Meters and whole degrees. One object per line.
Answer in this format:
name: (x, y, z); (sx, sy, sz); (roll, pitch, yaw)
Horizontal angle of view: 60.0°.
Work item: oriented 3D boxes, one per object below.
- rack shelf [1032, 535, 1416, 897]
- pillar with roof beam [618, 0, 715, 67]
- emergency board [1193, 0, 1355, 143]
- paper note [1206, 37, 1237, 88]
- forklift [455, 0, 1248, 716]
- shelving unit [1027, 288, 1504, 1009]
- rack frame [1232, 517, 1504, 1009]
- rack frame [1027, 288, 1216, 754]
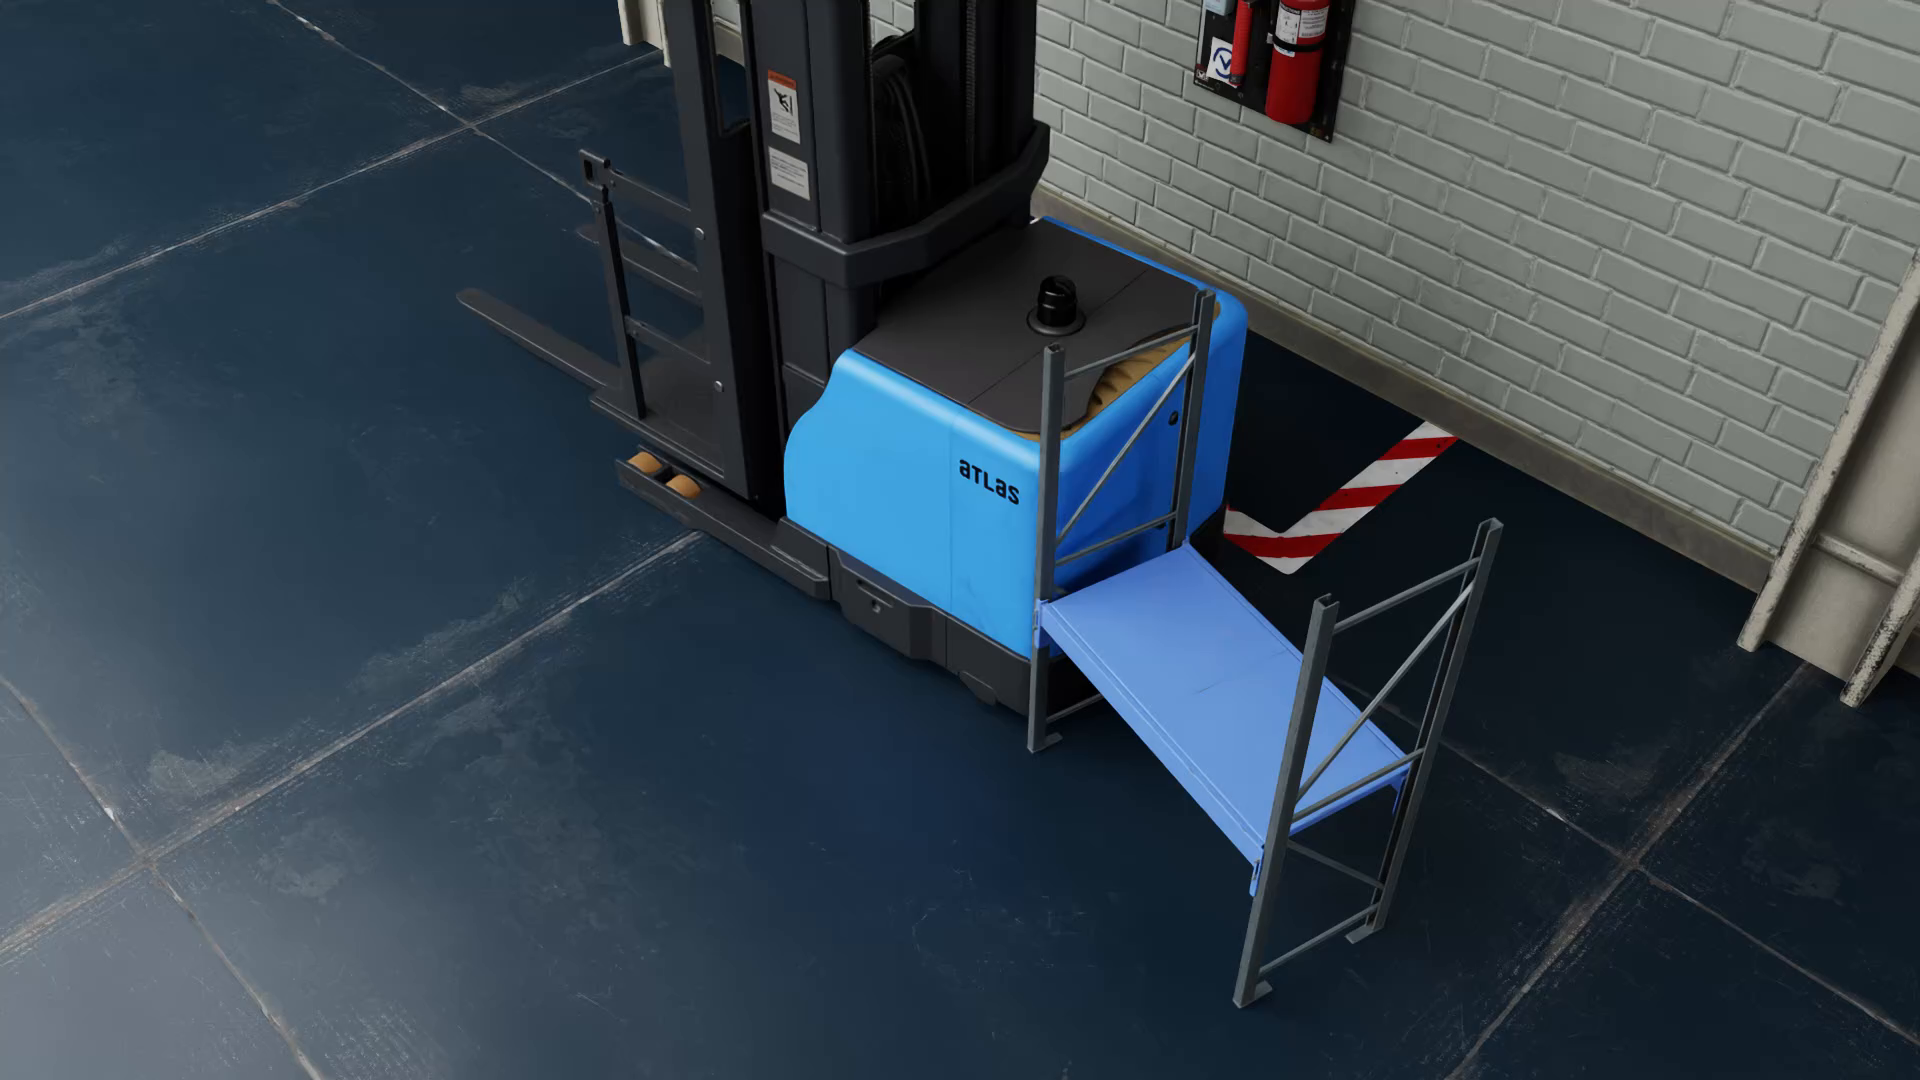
rack shelf: (0.687, 0.432, 4.442); (0.538, 0.185, 1.000); (-22, 47, -22)
pillar with roof beam: (-4.524, -3.767, 3.196); (9.100, 9.000, 0.400); (-34, 53, -31)
emergency board: (1.044, -1.950, 5.650); (0.194, 1.169, 0.643); (-34, 53, -31)
paper note: (0.967, -1.745, 6.077); (0.016, 0.148, 0.142); (-34, 53, -31)
forklift: (-0.582, -1.384, 5.088); (3.031, 2.935, 1.130); (29, 50, 28)
shelving unit: (0.687, 0.300, 4.320); (0.538, 1.500, 1.048); (-22, 47, -22)
rack frame: (0.948, 0.597, 3.999); (0.500, 1.500, 0.032); (-22, 47, -22)
rack frame: (0.427, 0.004, 4.641); (0.500, 1.500, 0.032); (-22, 47, -22)
